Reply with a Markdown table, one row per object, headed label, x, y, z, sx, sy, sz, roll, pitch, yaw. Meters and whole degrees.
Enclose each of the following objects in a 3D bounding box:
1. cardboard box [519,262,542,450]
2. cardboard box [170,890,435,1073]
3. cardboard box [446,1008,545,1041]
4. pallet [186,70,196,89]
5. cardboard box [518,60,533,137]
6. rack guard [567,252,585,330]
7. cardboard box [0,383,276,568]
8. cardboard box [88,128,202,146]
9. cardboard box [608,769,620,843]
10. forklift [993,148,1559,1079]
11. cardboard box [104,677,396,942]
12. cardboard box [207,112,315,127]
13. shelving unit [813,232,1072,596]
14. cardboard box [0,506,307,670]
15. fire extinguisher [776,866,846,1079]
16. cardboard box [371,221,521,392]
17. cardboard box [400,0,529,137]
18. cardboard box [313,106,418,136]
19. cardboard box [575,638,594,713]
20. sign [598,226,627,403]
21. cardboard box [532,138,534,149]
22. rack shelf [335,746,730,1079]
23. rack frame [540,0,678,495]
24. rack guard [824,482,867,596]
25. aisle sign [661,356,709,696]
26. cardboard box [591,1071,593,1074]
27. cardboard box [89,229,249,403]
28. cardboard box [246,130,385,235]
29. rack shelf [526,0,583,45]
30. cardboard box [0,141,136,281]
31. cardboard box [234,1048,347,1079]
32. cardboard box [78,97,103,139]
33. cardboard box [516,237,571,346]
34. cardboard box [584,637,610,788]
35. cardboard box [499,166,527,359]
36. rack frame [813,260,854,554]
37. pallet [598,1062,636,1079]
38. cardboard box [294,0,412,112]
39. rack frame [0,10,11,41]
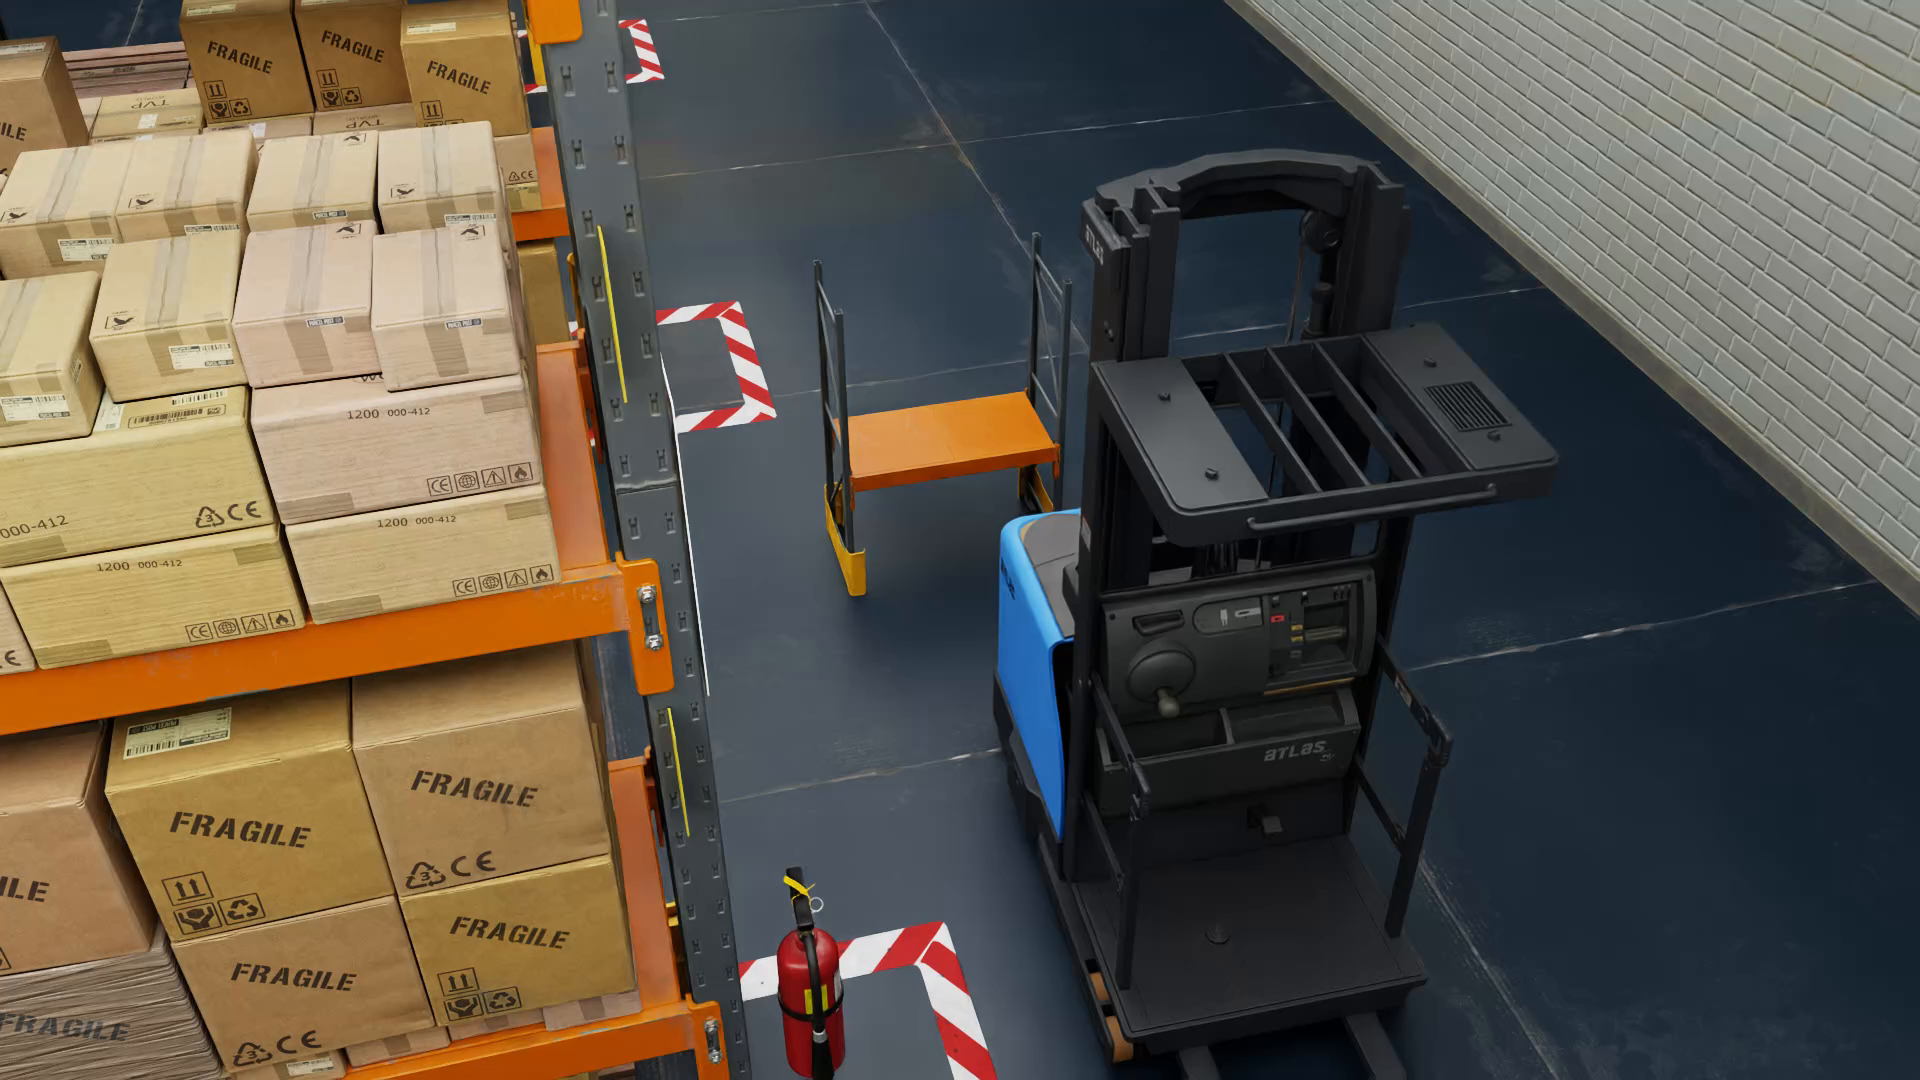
| label | x | y | z | sx | sy | sz | roll | pitch | yaw |
| --- | --- | --- | --- | --- | --- | --- | --- | --- | --- |
| cardboard box | -1.275 | -0.415 | 3.957 | 0.500 | 0.250 | 0.500 | -8 | 38 | -10 |
| cardboard box | -1.640 | 0.939 | 4.206 | 0.500 | 0.500 | 0.500 | -10 | 39 | -13 |
| cardboard box | -1.266 | 1.130 | 4.490 | 0.250 | 0.149 | 0.380 | -9 | 38 | -12 |
| pallet | -5.244 | -3.628 | 12.799 | 1.213 | 0.211 | 1.003 | -9 | 38 | -12 |
| cardboard box | -2.504 | -2.270 | 8.607 | 0.500 | 0.250 | 0.500 | -10 | 39 | -13 |
| rack guard | -1.947 | -1.140 | 9.309 | 0.348 | 0.500 | 1.175 | -9 | 38 | -12 |
| cardboard box | -1.647 | -0.231 | 3.305 | 0.500 | 0.250 | 0.500 | -10 | 39 | -13 |
| cardboard box | -3.852 | -1.710 | 7.874 | 0.500 | 0.250 | 0.500 | -9 | 38 | -12 |
| cardboard box | -1.173 | 0.755 | 4.981 | 0.250 | 0.149 | 0.380 | -10 | 38 | -12 |
| forklift | 0.973 | 0.409 | 5.283 | 1.130 | 2.935 | 3.031 | -8 | 38 | -10 |
| cardboard box | -1.641 | 0.540 | 3.905 | 0.500 | 0.500 | 0.500 | -11 | 39 | -13 |
| cardboard box | -3.490 | -2.107 | 8.393 | 0.500 | 0.250 | 0.500 | -11 | 39 | -13 |
| shelving unit | -0.074 | -0.584 | 7.758 | 1.083 | 1.500 | 0.587 | -9 | 38 | -12 |
| cardboard box | -1.636 | -0.024 | 3.446 | 0.500 | 0.250 | 0.500 | -9 | 38 | -12 |
| fire extinguisher | -0.411 | 1.206 | 4.555 | 0.183 | 0.674 | 0.296 | -9 | 38 | -12 |
| cardboard box | -1.019 | -0.468 | 3.287 | 0.250 | 0.149 | 0.380 | -10 | 38 | -12 |
| cardboard box | -2.372 | -2.255 | 7.969 | 0.500 | 0.500 | 0.500 | -9 | 38 | -11 |
| cardboard box | -2.859 | -1.876 | 8.091 | 0.500 | 0.250 | 0.500 | -10 | 39 | -13 |
| cardboard box | -1.278 | 0.156 | 4.406 | 0.500 | 0.500 | 0.500 | -10 | 38 | -12 |
| sign | -0.650 | -0.418 | 3.110 | 0.005 | 0.325 | 0.100 | -9 | 38 | -12 |
| cardboard box | -2.399 | -2.167 | 8.800 | 0.250 | 0.149 | 0.380 | -9 | 38 | -11 |
| rack shelf | -2.706 | 1.398 | 4.525 | 4.000 | 0.370 | 1.077 | -9 | 38 | -12 |
| rack frame | -0.775 | -1.587 | 2.897 | 0.127 | 3.000 | 1.000 | -9 | 38 | -12 |
| rack guard | -0.554 | -0.008 | 8.035 | 0.087 | 0.250 | 0.587 | -9 | 38 | -12 |
| aisle sign | -0.626 | -0.072 | 3.715 | 0.004 | 0.787 | 0.394 | -9 | 38 | -12 |
| cardboard box | -1.348 | 1.576 | 5.457 | 0.250 | 0.149 | 0.380 | -8 | 38 | -10 |
| cardboard box | -1.530 | -0.445 | 3.257 | 0.250 | 0.149 | 0.380 | -10 | 39 | -13 |
| cardboard box | -1.398 | -0.745 | 3.650 | 0.250 | 0.149 | 0.380 | -8 | 38 | -10 |
| rack shelf | -2.706 | -0.983 | 2.703 | 4.000 | 0.370 | 1.077 | -9 | 38 | -12 |
| cardboard box | -1.914 | -0.707 | 3.600 | 0.250 | 0.149 | 0.380 | -9 | 38 | -11 |
| cardboard box | -1.744 | 1.233 | 4.355 | 0.250 | 0.149 | 0.380 | -8 | 38 | -11 |
| cardboard box | -4.483 | -1.943 | 8.179 | 0.500 | 0.250 | 0.500 | -9 | 38 | -11 |
| cardboard box | -2.568 | -1.304 | 8.868 | 0.875 | 0.875 | 0.875 | -9 | 38 | -12 |
| cardboard box | -1.280 | 0.547 | 4.718 | 0.500 | 0.500 | 0.500 | -8 | 38 | -10 |
| cardboard box | -1.276 | -0.616 | 3.809 | 0.500 | 0.250 | 0.500 | -9 | 38 | -11 |
| rack frame | -0.573 | -0.502 | 7.651 | 0.032 | 1.500 | 0.500 | -9 | 38 | -12 |
| pallet | -1.642 | 2.023 | 5.411 | 1.213 | 0.211 | 1.003 | -9 | 38 | -12 |
| cardboard box | -2.987 | -2.489 | 8.276 | 0.500 | 0.500 | 0.500 | -10 | 39 | -13 |
| rack frame | -7.123 | -4.401 | 11.514 | 0.127 | 3.000 | 1.000 | -9 | 38 | -12 |
